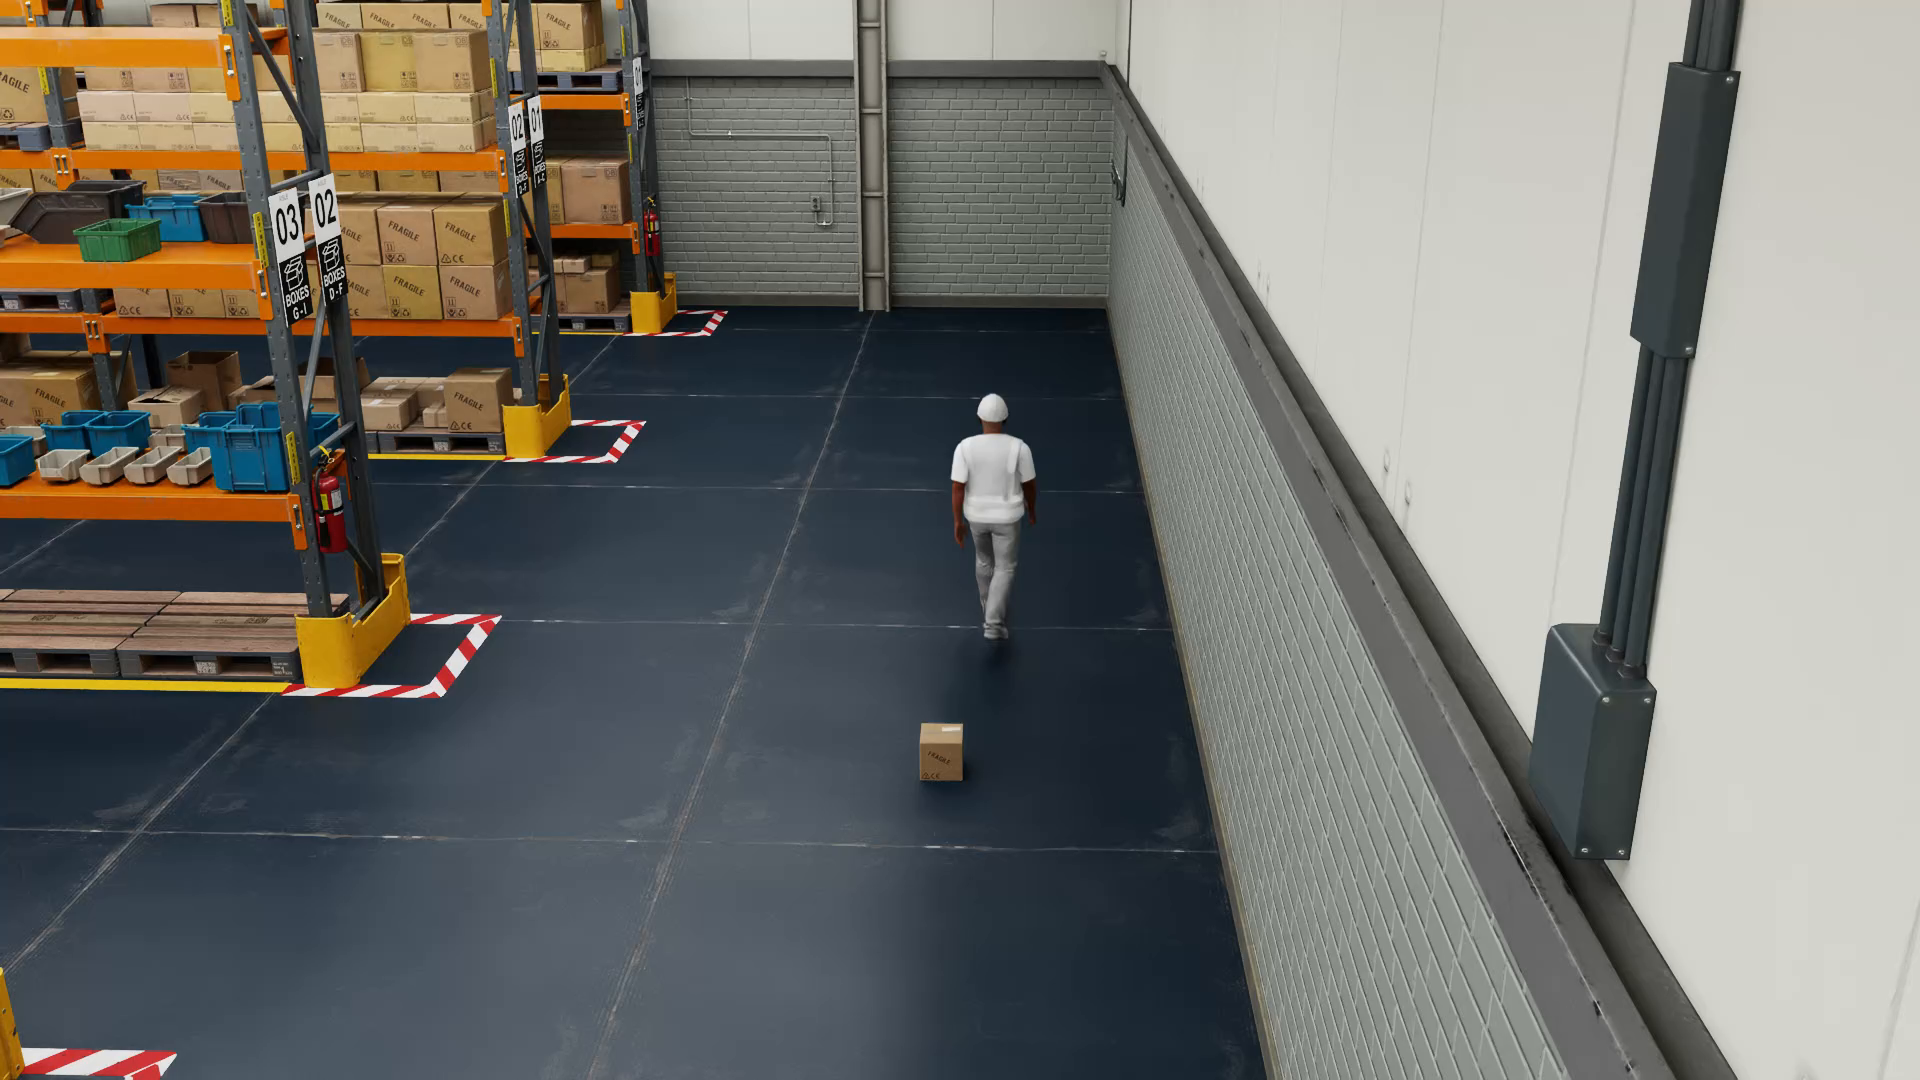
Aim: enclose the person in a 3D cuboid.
[{"bbox_3d":[0.242,-0.179,11.523,0.564,1.725,1.037,5,21,12],"label":"person"}]
